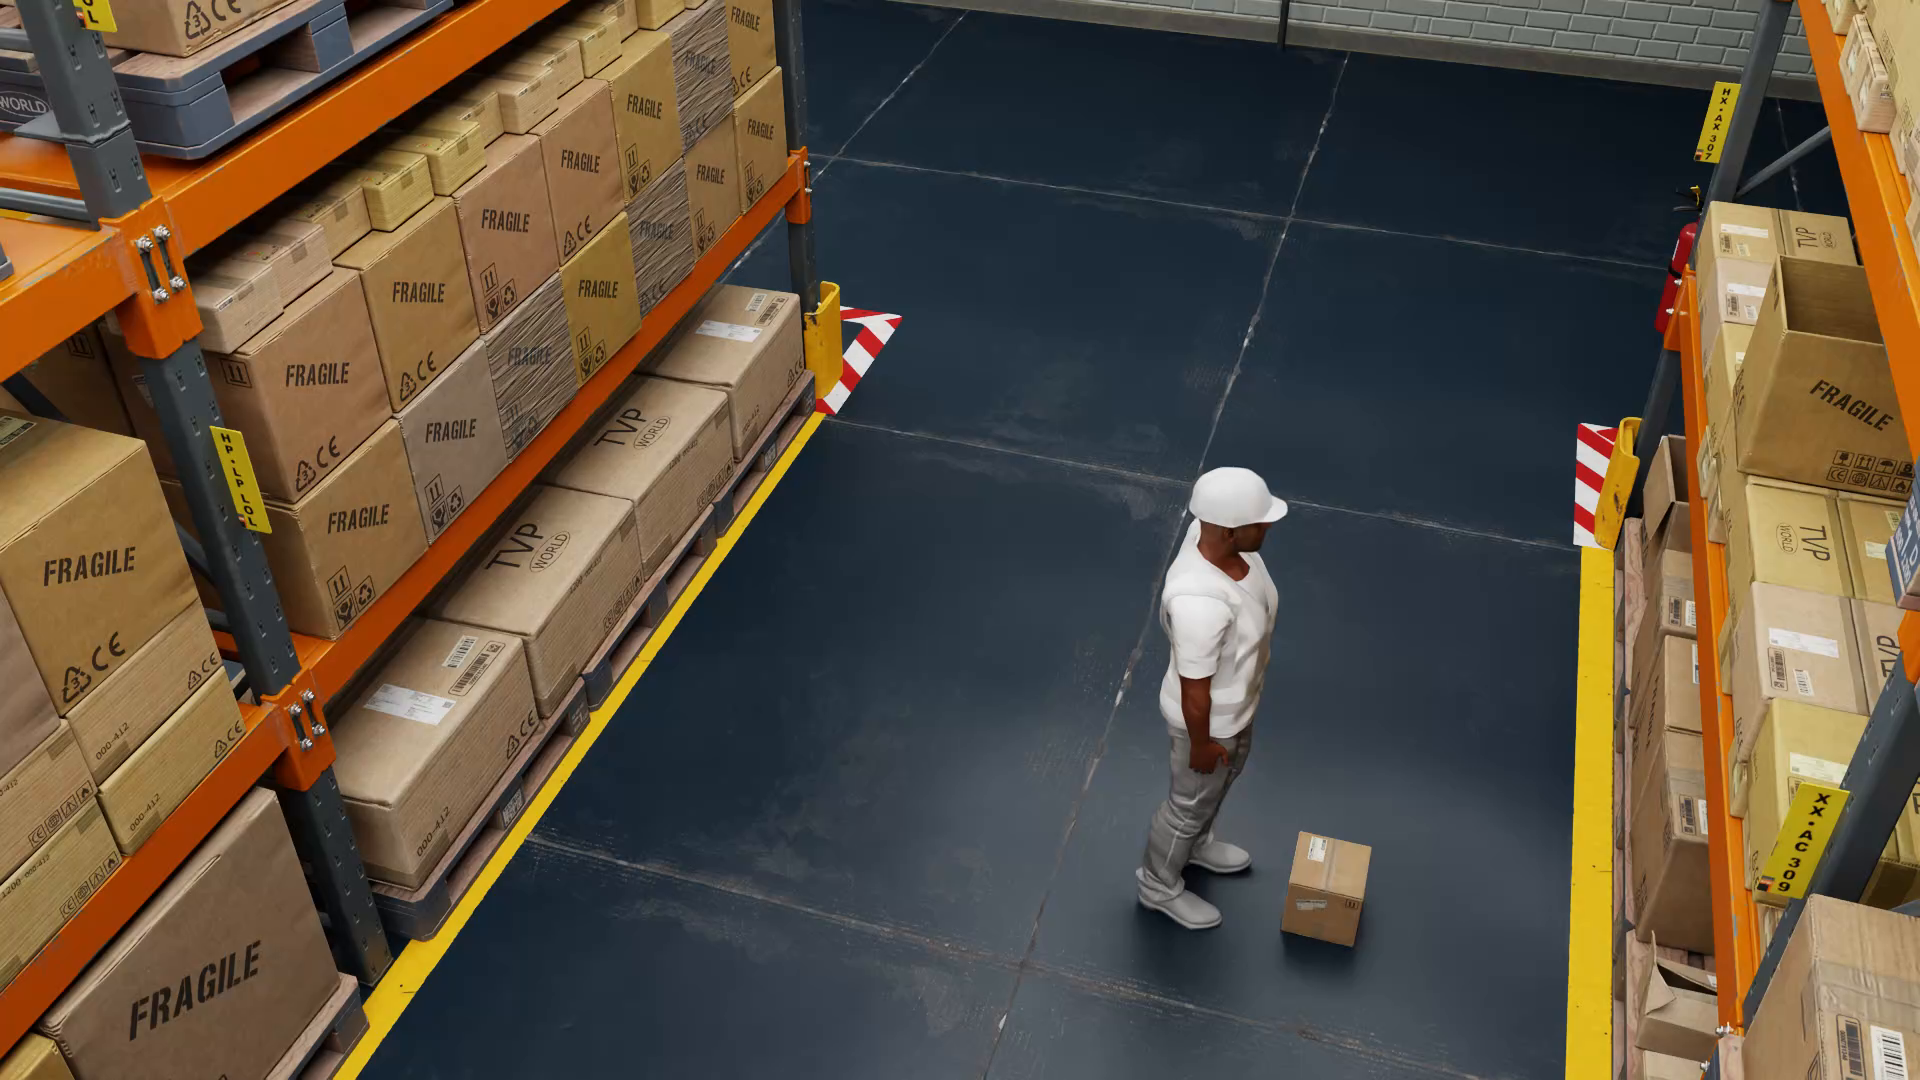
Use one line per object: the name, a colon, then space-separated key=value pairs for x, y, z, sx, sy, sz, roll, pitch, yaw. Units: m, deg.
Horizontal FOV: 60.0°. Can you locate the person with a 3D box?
person: x=0.836 y=0.514 z=5.449 sx=0.376 sy=1.764 sz=0.565 roll=12 pitch=38 yaw=15
